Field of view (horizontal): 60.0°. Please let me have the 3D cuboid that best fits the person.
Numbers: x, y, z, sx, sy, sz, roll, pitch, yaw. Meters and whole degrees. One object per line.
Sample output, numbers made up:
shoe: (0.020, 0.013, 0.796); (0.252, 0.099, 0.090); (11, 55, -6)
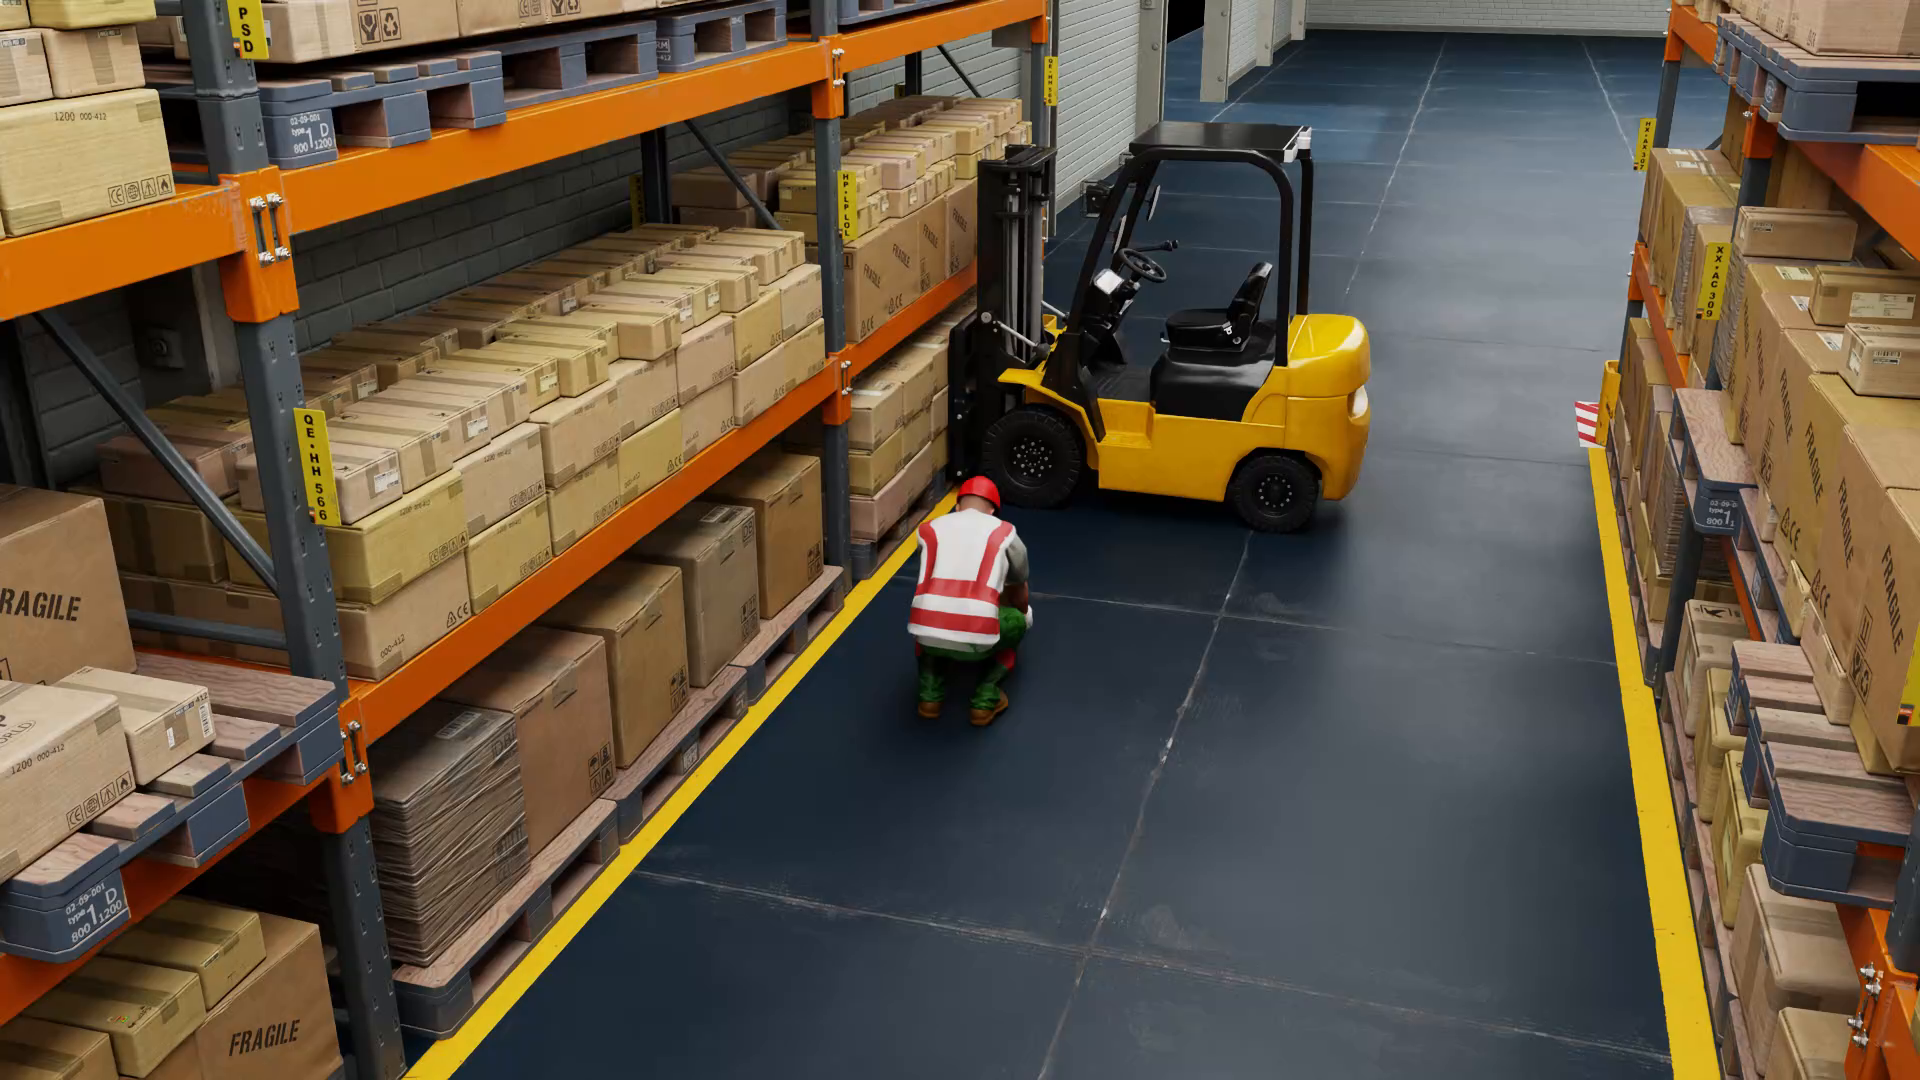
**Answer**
person: (0.044, 0.261, 7.521); (0.534, 0.966, 0.963); (6, 22, 14)
